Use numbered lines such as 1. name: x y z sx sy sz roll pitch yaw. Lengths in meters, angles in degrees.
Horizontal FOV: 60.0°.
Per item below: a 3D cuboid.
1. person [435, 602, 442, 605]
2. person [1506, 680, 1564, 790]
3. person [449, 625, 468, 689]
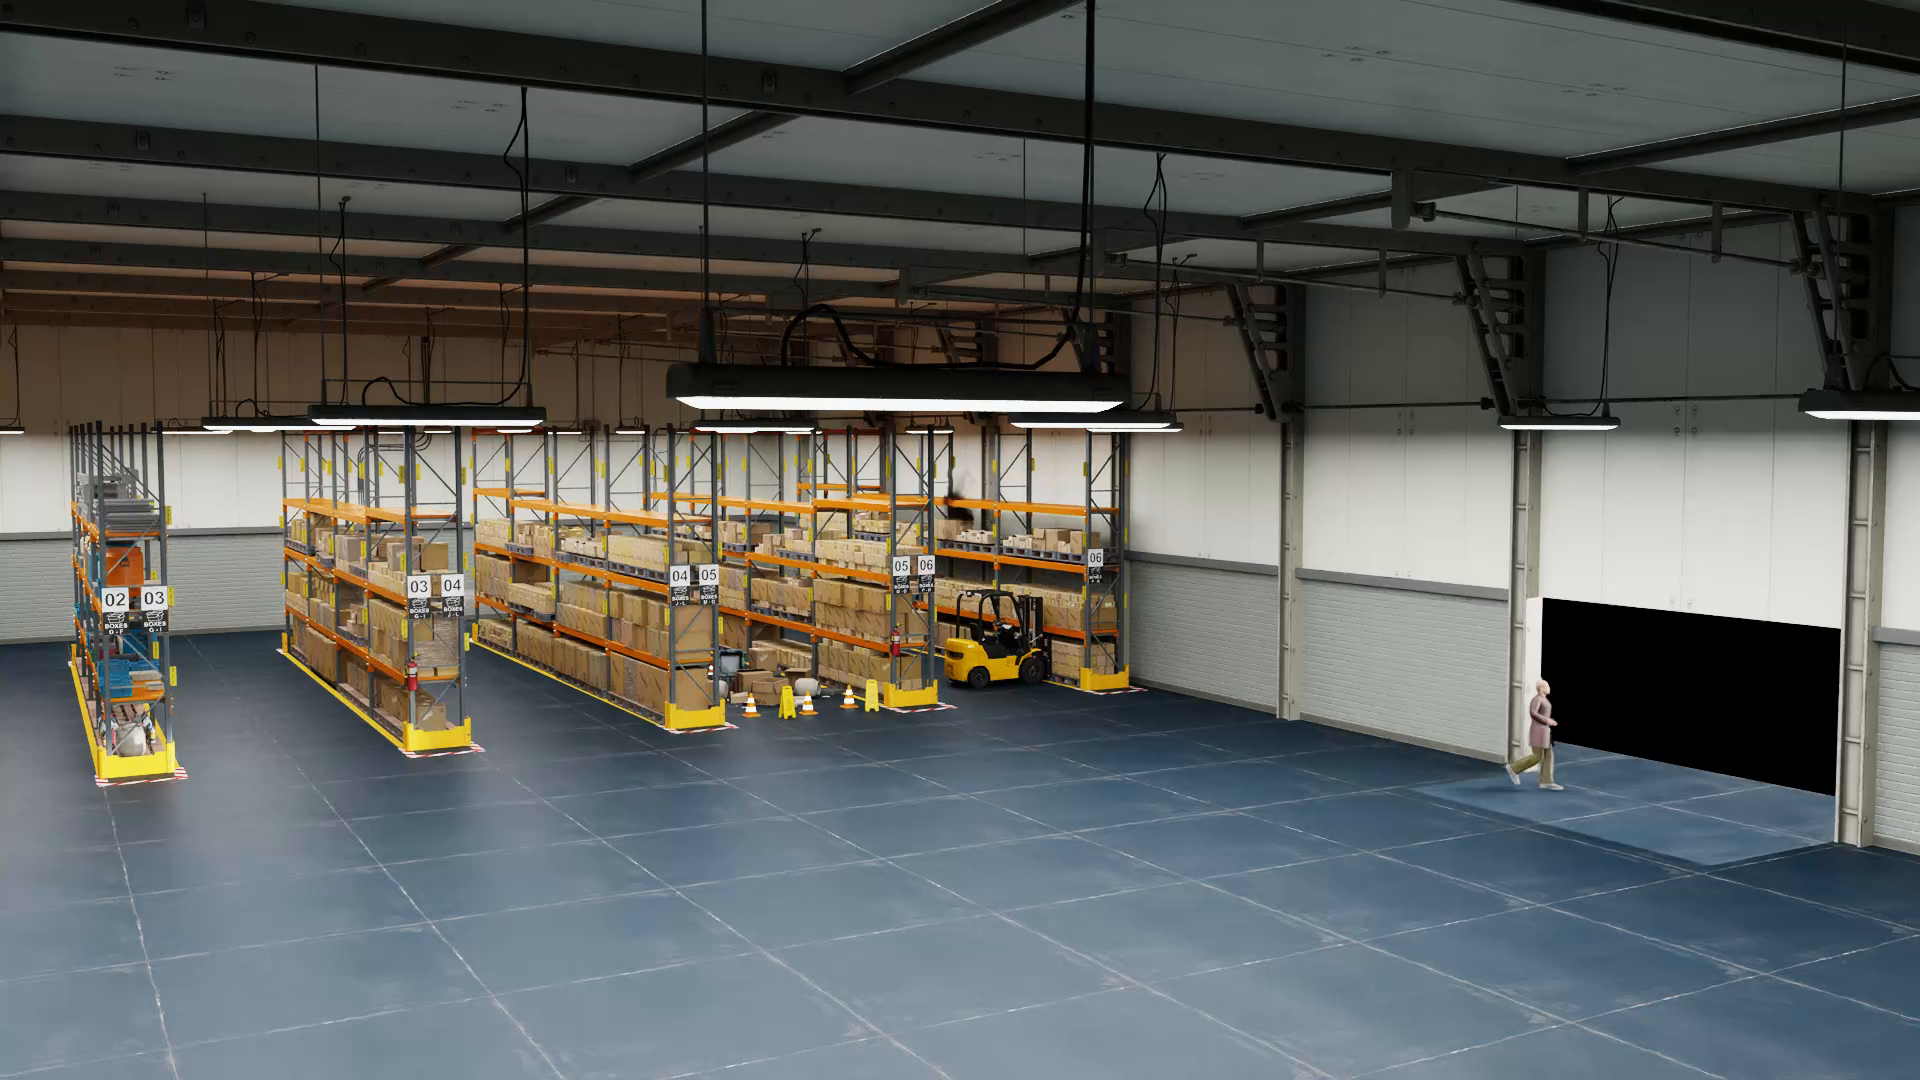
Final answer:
1. person: -13.988 2.189 44.730 0.568 1.589 0.812 -1 4 -20
2. person: 9.485 3.173 27.264 0.902 1.743 0.750 2 4 30
3. person: -11.517 2.527 37.918 0.620 1.747 0.811 -3 4 -38
